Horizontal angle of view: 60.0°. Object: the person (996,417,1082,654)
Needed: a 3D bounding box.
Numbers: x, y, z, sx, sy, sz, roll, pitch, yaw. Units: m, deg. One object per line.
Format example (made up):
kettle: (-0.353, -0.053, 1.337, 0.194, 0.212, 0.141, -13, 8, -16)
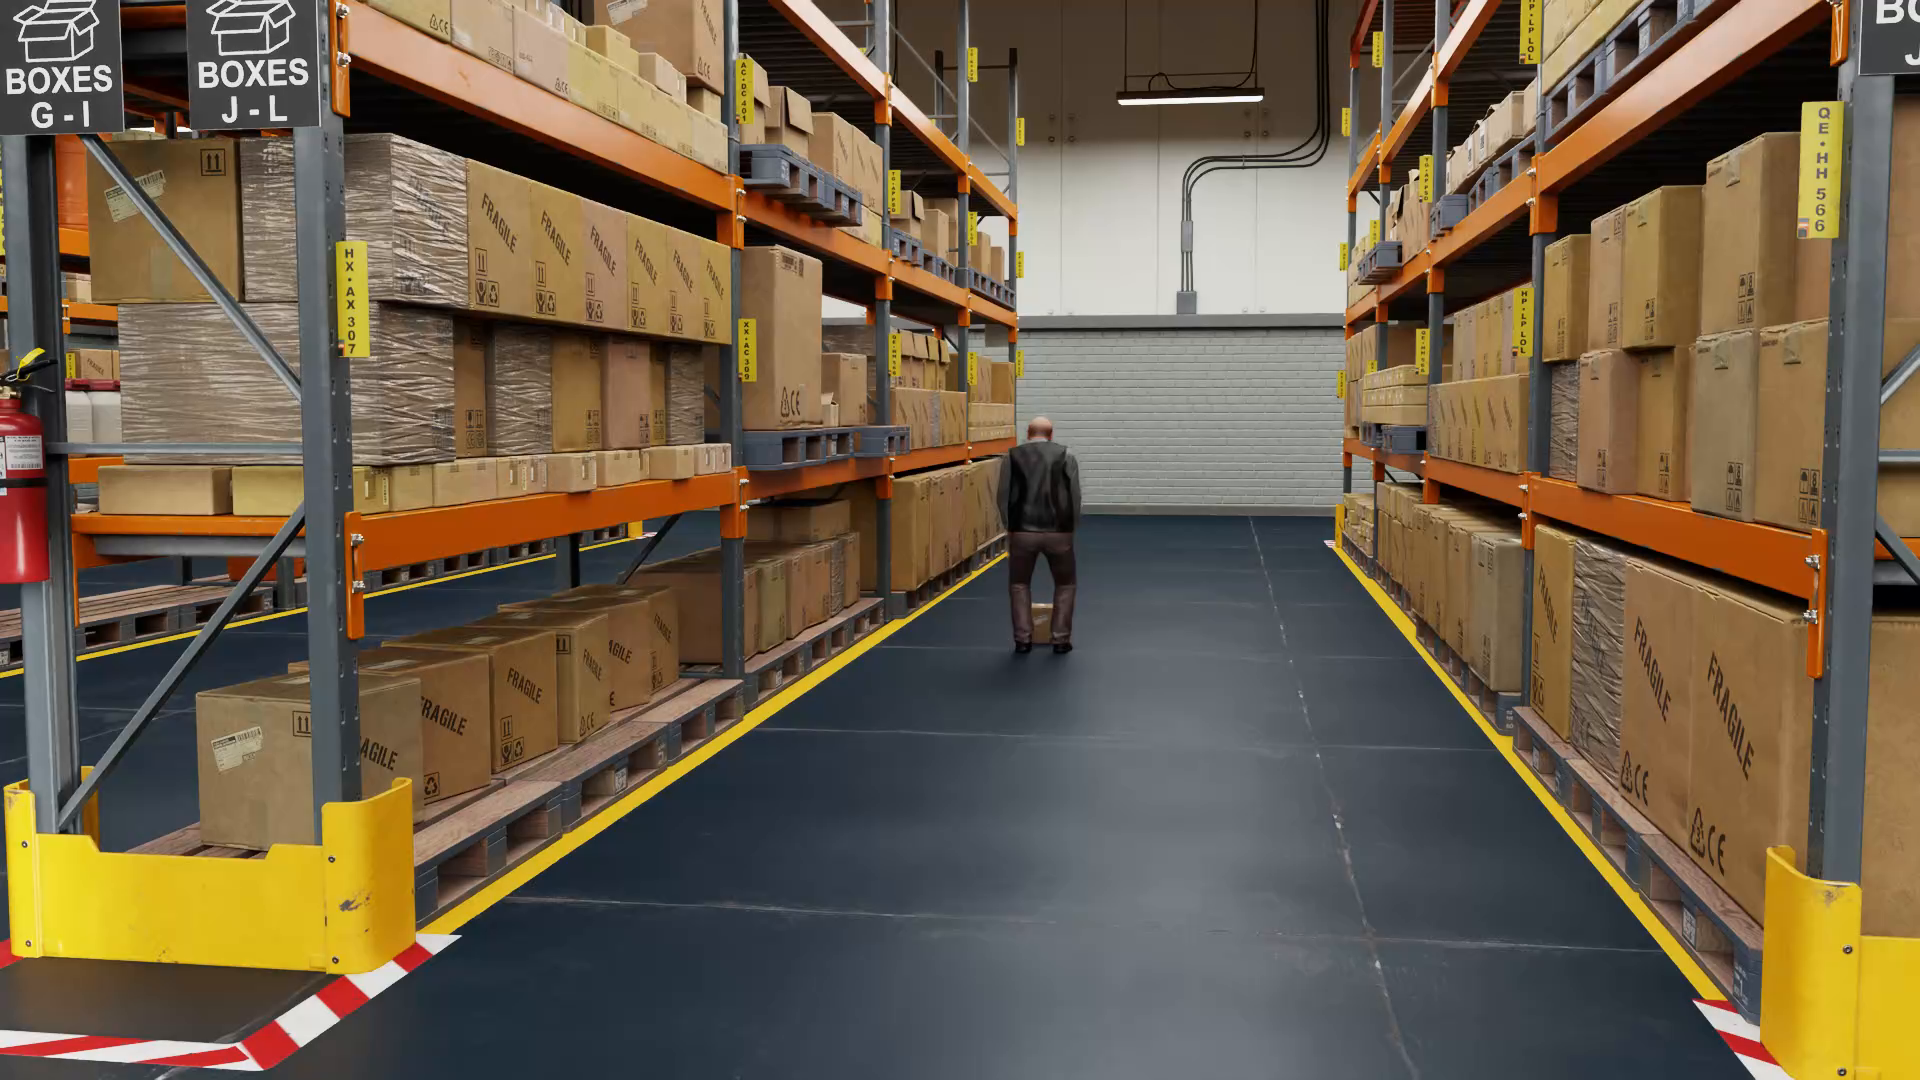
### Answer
person: (0.524, -0.032, 11.206, 0.581, 1.577, 0.554, 1, 4, 10)
